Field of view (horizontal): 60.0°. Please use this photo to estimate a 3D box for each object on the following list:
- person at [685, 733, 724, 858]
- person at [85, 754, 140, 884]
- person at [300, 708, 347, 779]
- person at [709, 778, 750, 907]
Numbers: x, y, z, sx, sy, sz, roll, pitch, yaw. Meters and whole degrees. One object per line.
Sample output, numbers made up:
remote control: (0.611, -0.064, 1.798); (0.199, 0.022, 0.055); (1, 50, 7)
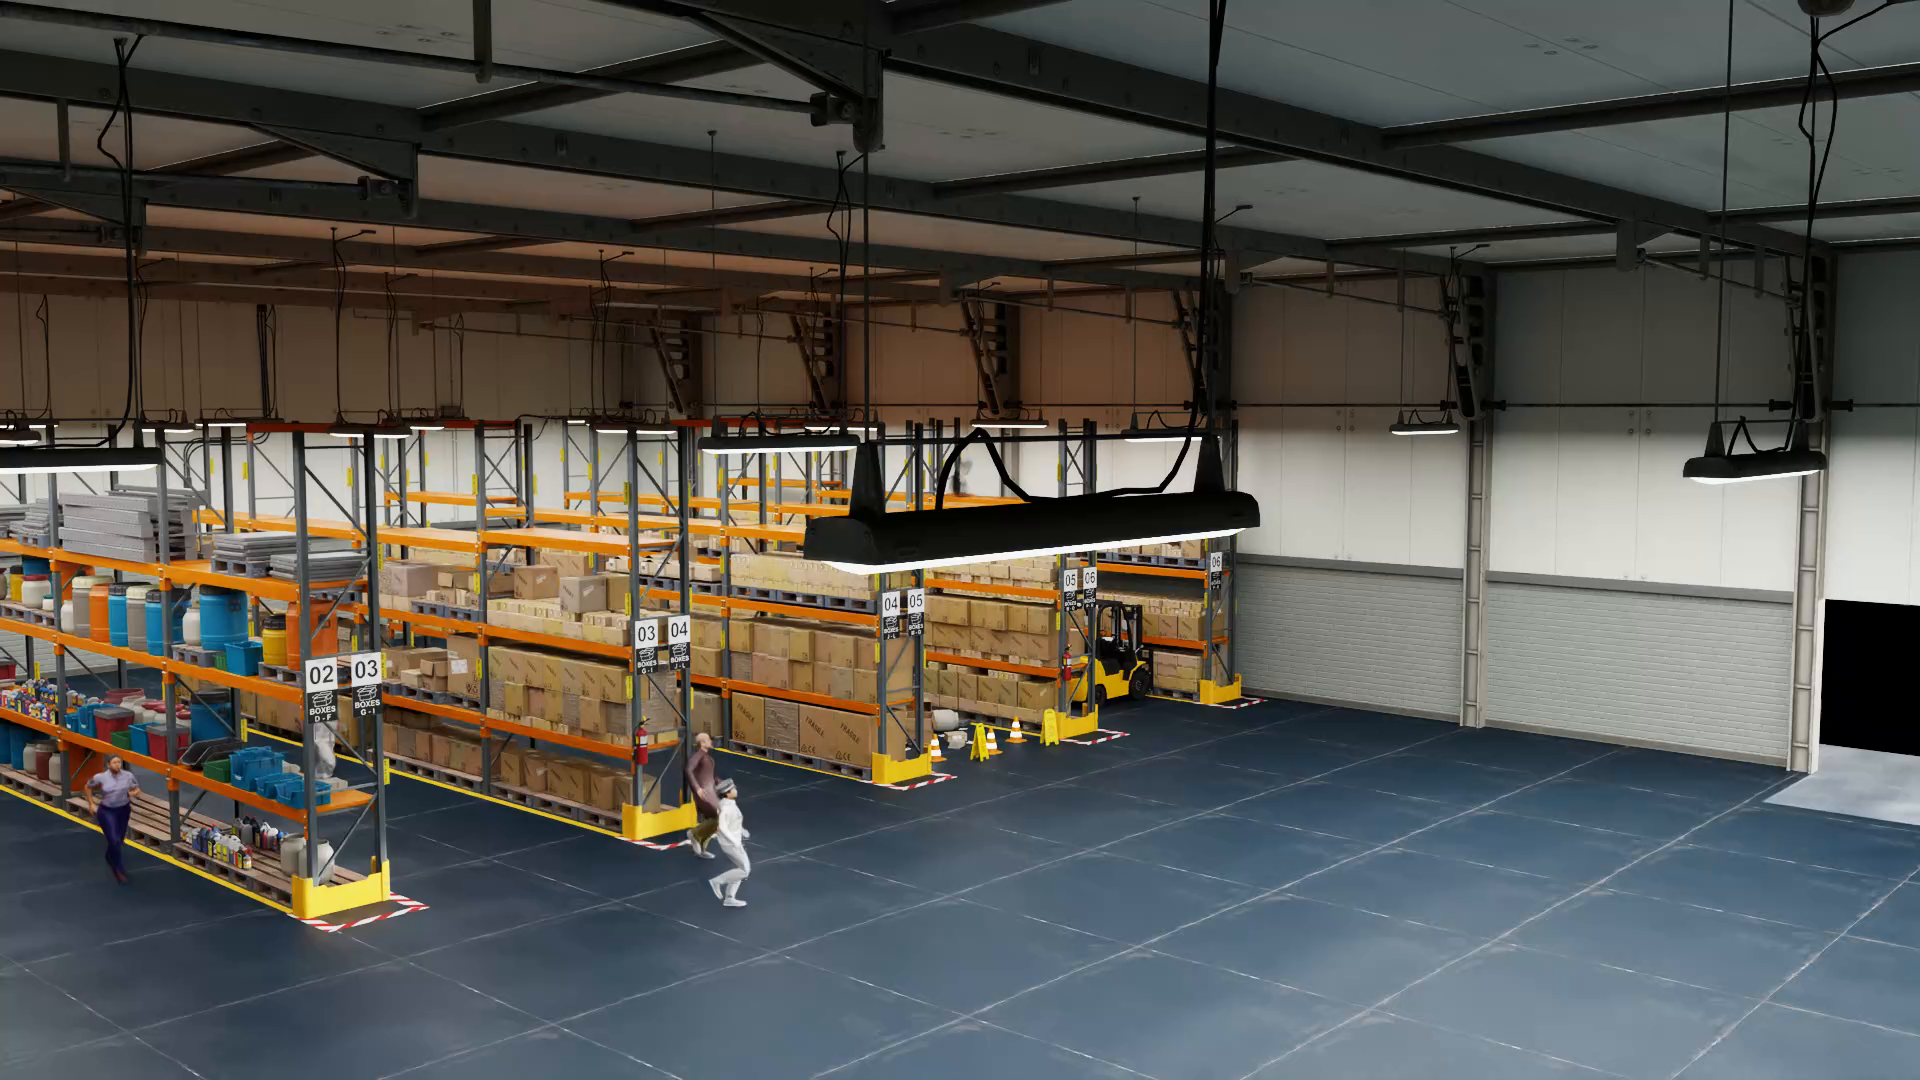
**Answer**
person: (-3.554, 3.580, 23.324); (0.559, 1.744, 0.729); (0, 5, -5)
person: (-11.295, 3.684, 22.222); (0.834, 1.694, 0.580); (4, 6, 39)
person: (-10.202, 3.271, 26.727); (0.838, 1.809, 0.565); (2, 5, 26)
person: (-2.904, 3.807, 20.929); (0.544, 1.644, 0.631); (-1, 5, -15)
